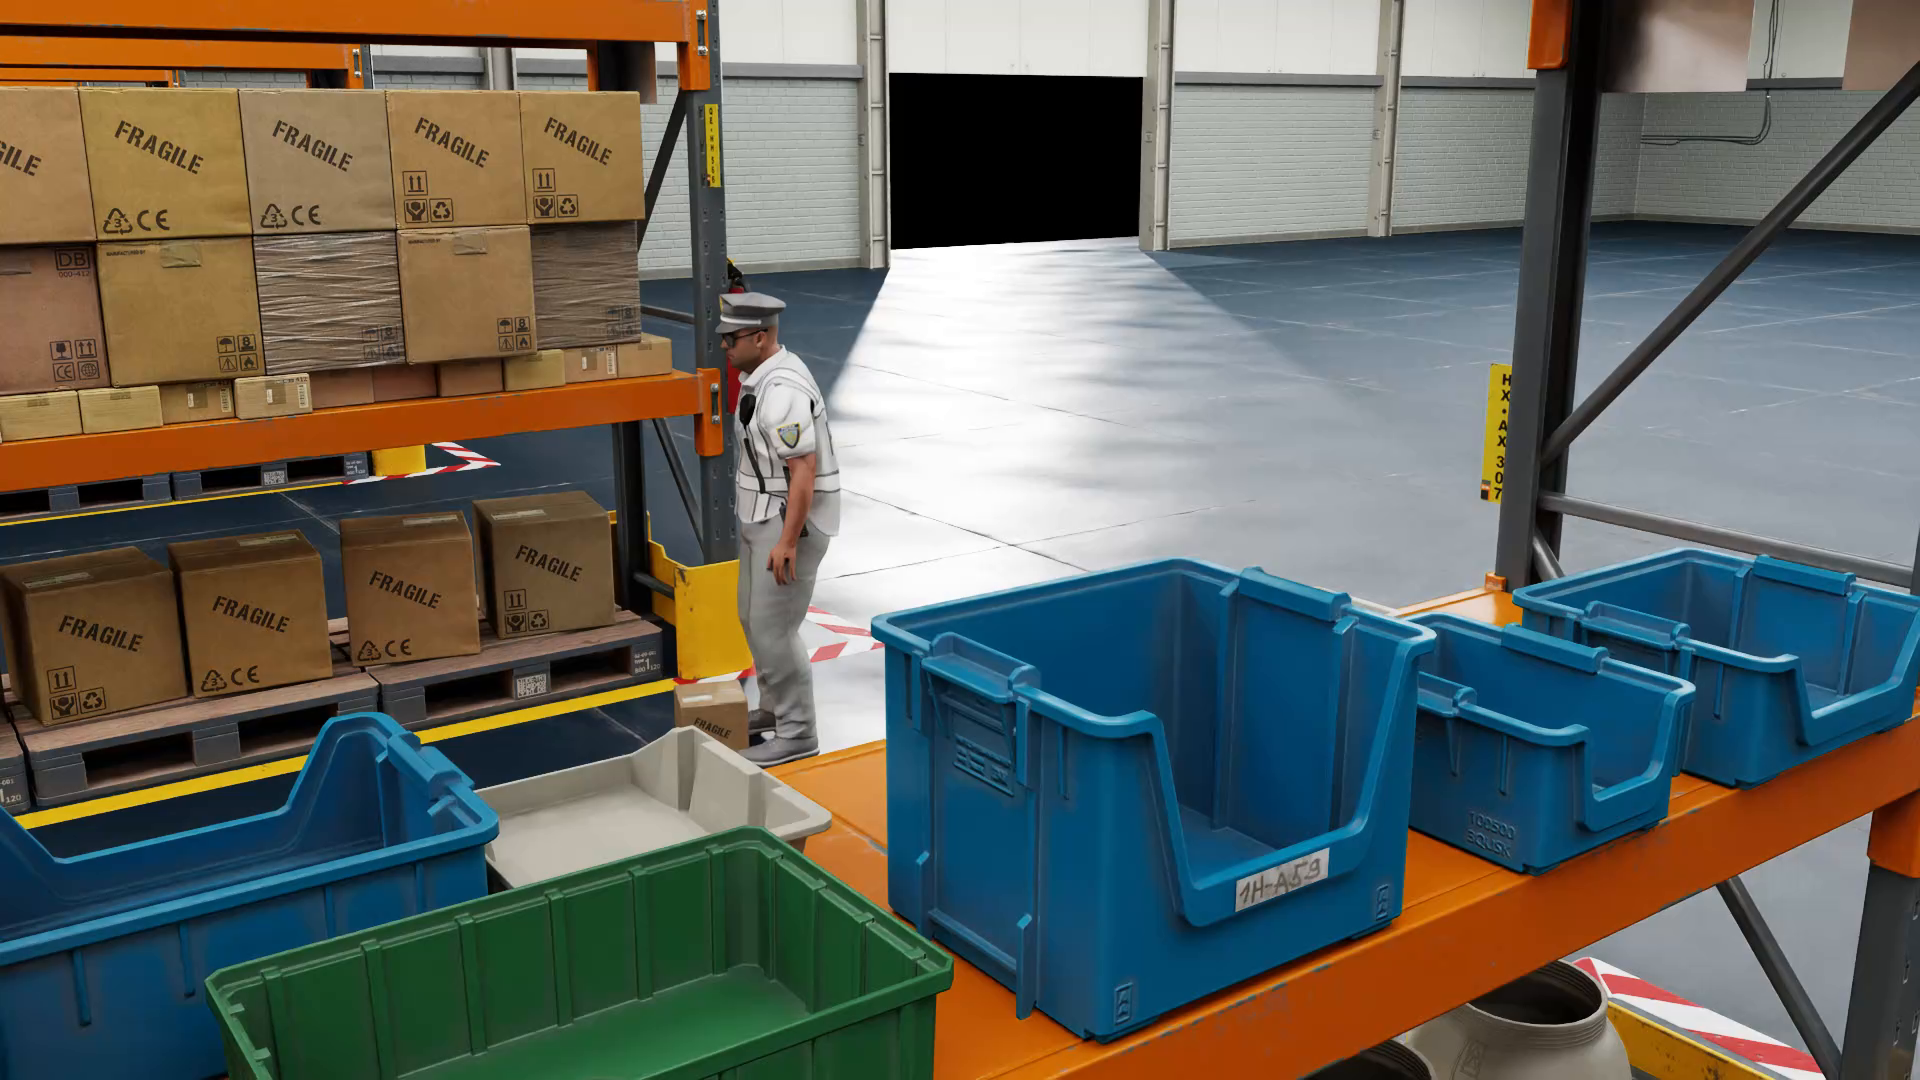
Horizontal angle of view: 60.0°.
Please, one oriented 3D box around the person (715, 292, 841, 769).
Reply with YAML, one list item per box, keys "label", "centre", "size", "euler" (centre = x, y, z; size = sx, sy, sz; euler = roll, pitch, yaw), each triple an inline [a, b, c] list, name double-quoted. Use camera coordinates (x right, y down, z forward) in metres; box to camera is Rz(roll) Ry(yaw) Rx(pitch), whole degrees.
- label: "person"
  centre: [-0.673, -0.049, 6.186]
  size: [0.436, 1.746, 0.590]
  euler: [-5, 15, -17]
